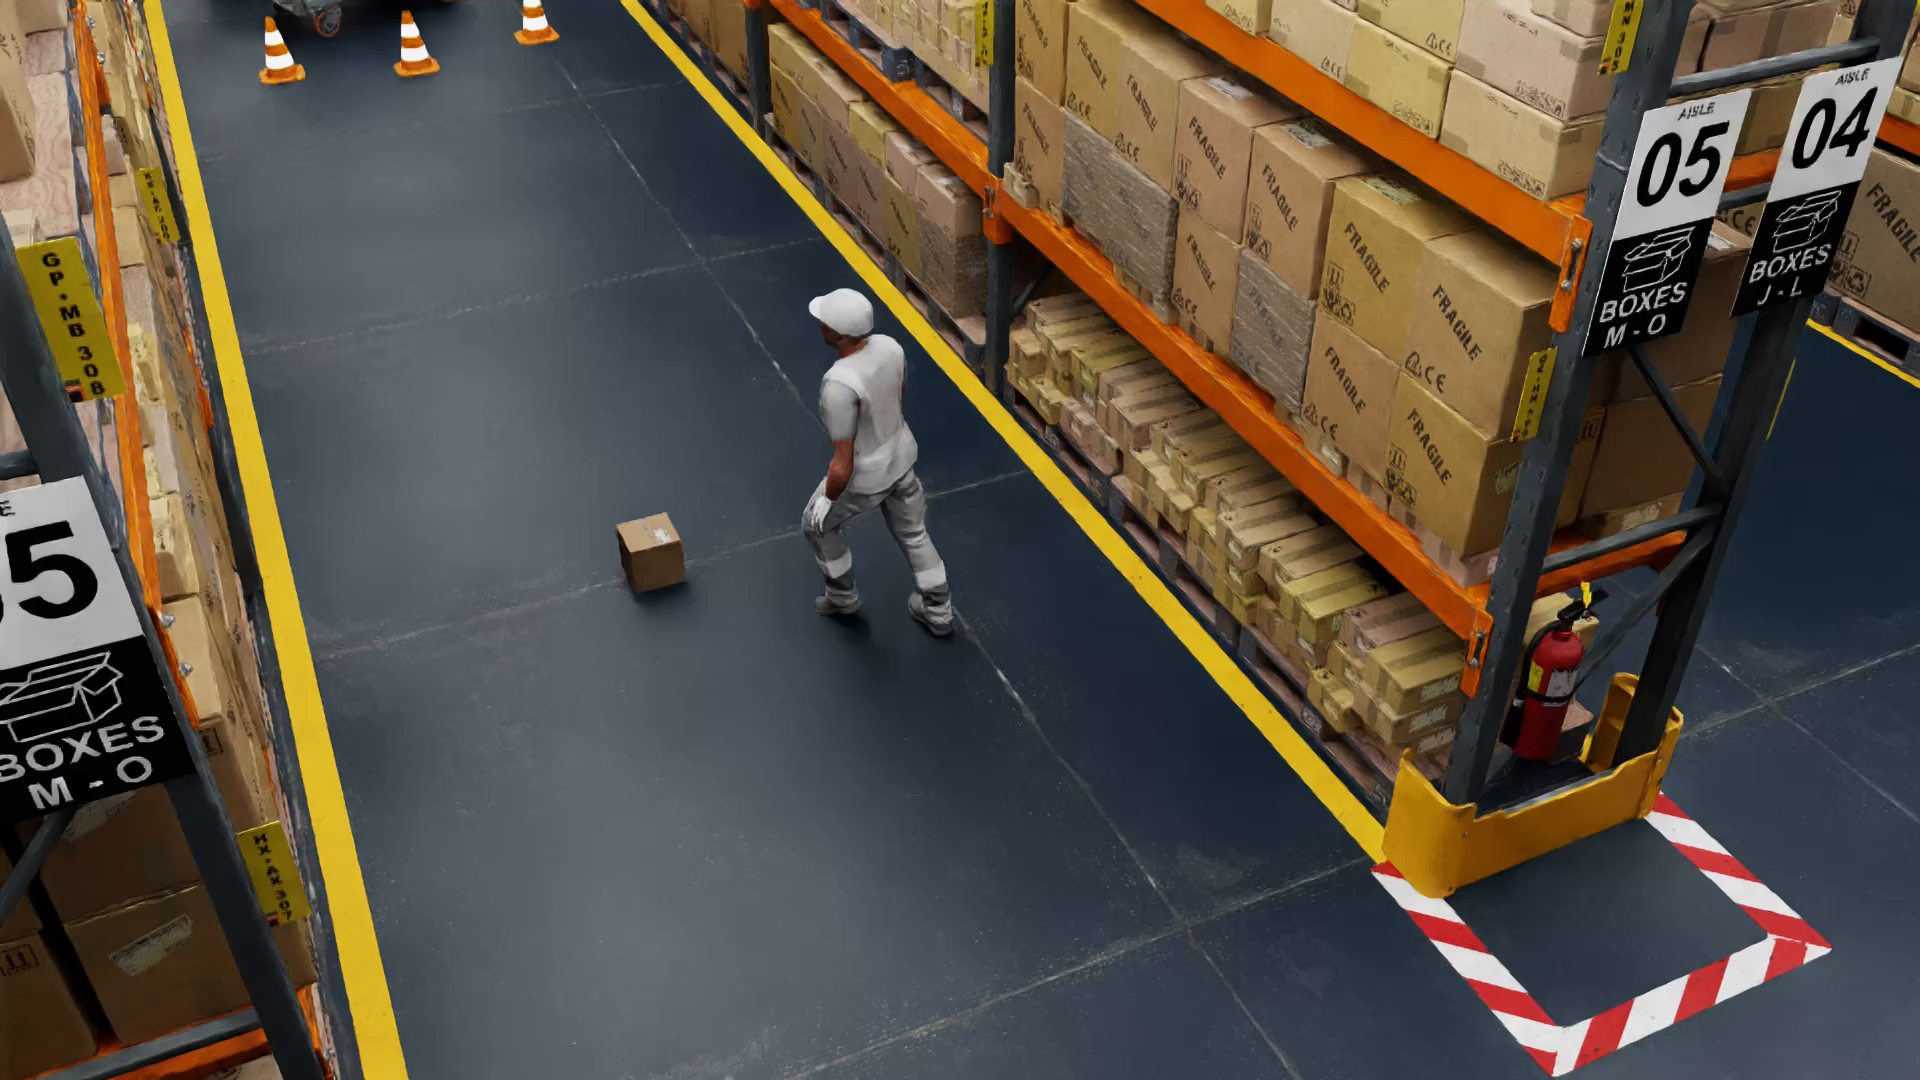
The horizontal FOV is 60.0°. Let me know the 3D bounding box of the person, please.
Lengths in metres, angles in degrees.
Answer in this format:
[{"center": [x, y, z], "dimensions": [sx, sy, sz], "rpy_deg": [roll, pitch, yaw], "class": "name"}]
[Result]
[{"center": [-0.420, -0.277, 7.241], "dimensions": [0.691, 1.791, 0.686], "rpy_deg": [23, 42, 27], "class": "person"}]
